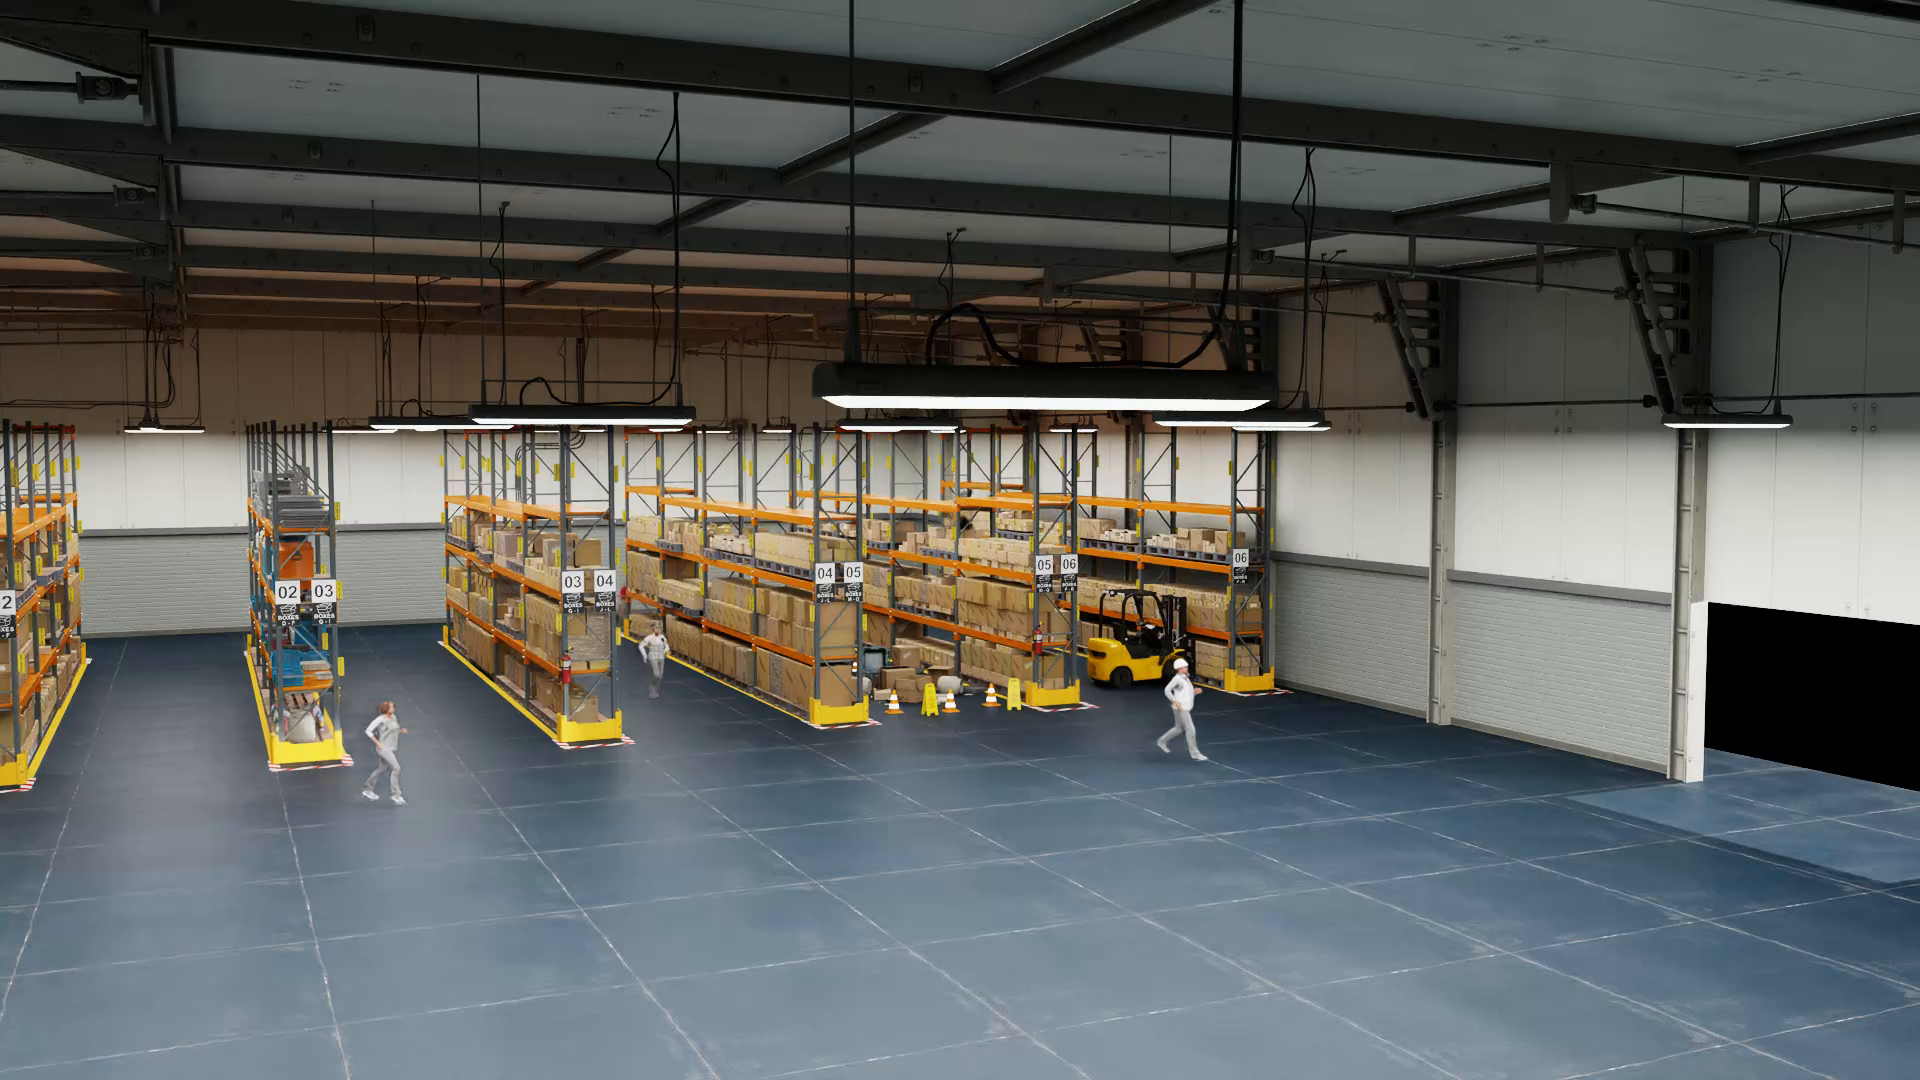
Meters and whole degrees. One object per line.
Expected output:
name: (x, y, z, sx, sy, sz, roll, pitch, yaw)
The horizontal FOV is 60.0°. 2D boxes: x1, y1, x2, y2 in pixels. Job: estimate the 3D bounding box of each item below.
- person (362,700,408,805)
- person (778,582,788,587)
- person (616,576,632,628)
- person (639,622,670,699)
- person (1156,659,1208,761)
person: (-8.966, 3.300, 25.918, 0.730, 1.629, 0.513, 0, 4, 3)
person: (-5.398, 1.678, 51.073, 0.752, 1.743, 0.745, 0, 4, -3)
person: (-9.896, 1.844, 49.032, 0.628, 1.714, 0.804, 0, 4, -5)
person: (-6.587, 2.616, 36.151, 0.591, 1.670, 0.640, -3, 4, -36)
person: (3.923, 2.975, 29.354, 0.968, 1.760, 0.653, 1, 4, 20)
